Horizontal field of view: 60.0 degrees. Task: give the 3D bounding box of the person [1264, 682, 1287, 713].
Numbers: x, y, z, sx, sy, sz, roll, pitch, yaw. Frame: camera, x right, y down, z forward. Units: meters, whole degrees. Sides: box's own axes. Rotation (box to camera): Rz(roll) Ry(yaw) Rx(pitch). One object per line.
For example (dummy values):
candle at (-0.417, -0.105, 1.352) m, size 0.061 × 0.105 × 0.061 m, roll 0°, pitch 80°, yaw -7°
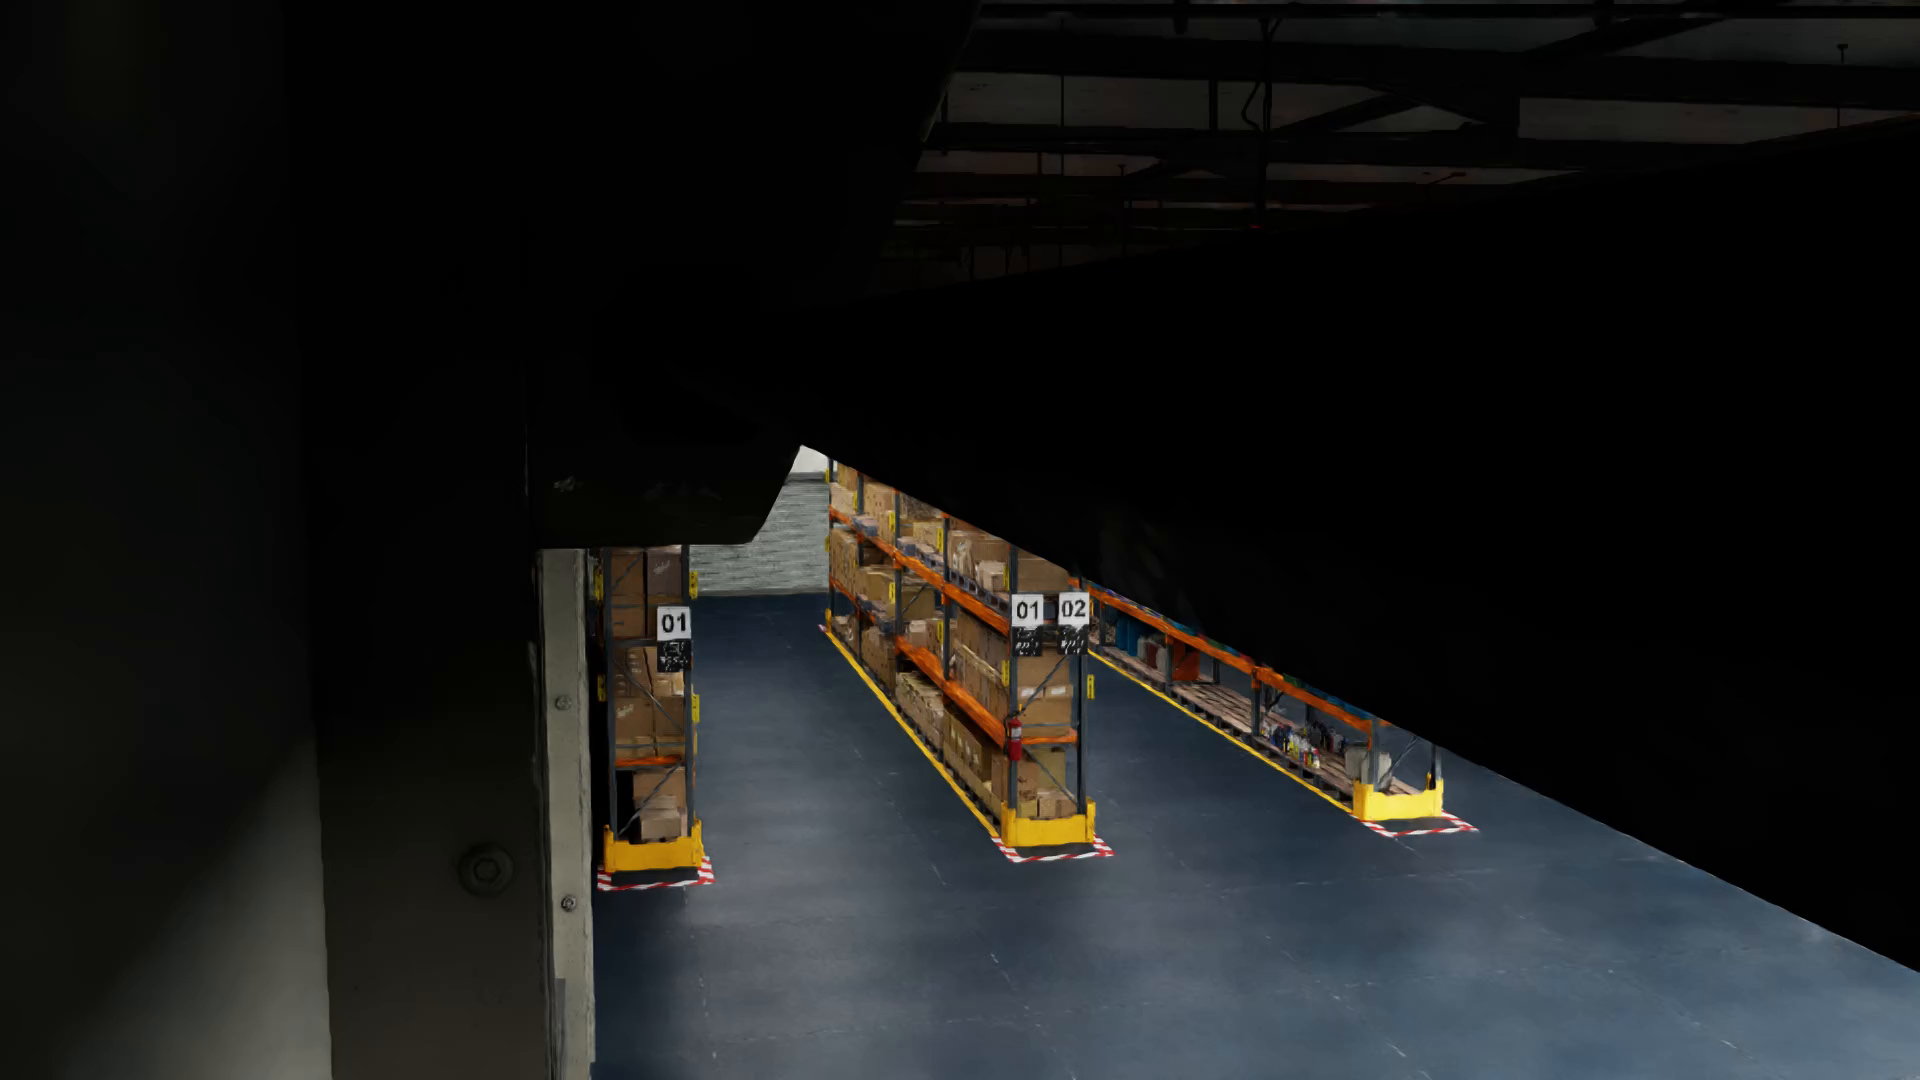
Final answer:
person at (5.419, 2.047, 28.568) m, size 0.389 × 1.764 × 0.665 m, roll -3°, pitch 7°, yaw -24°
